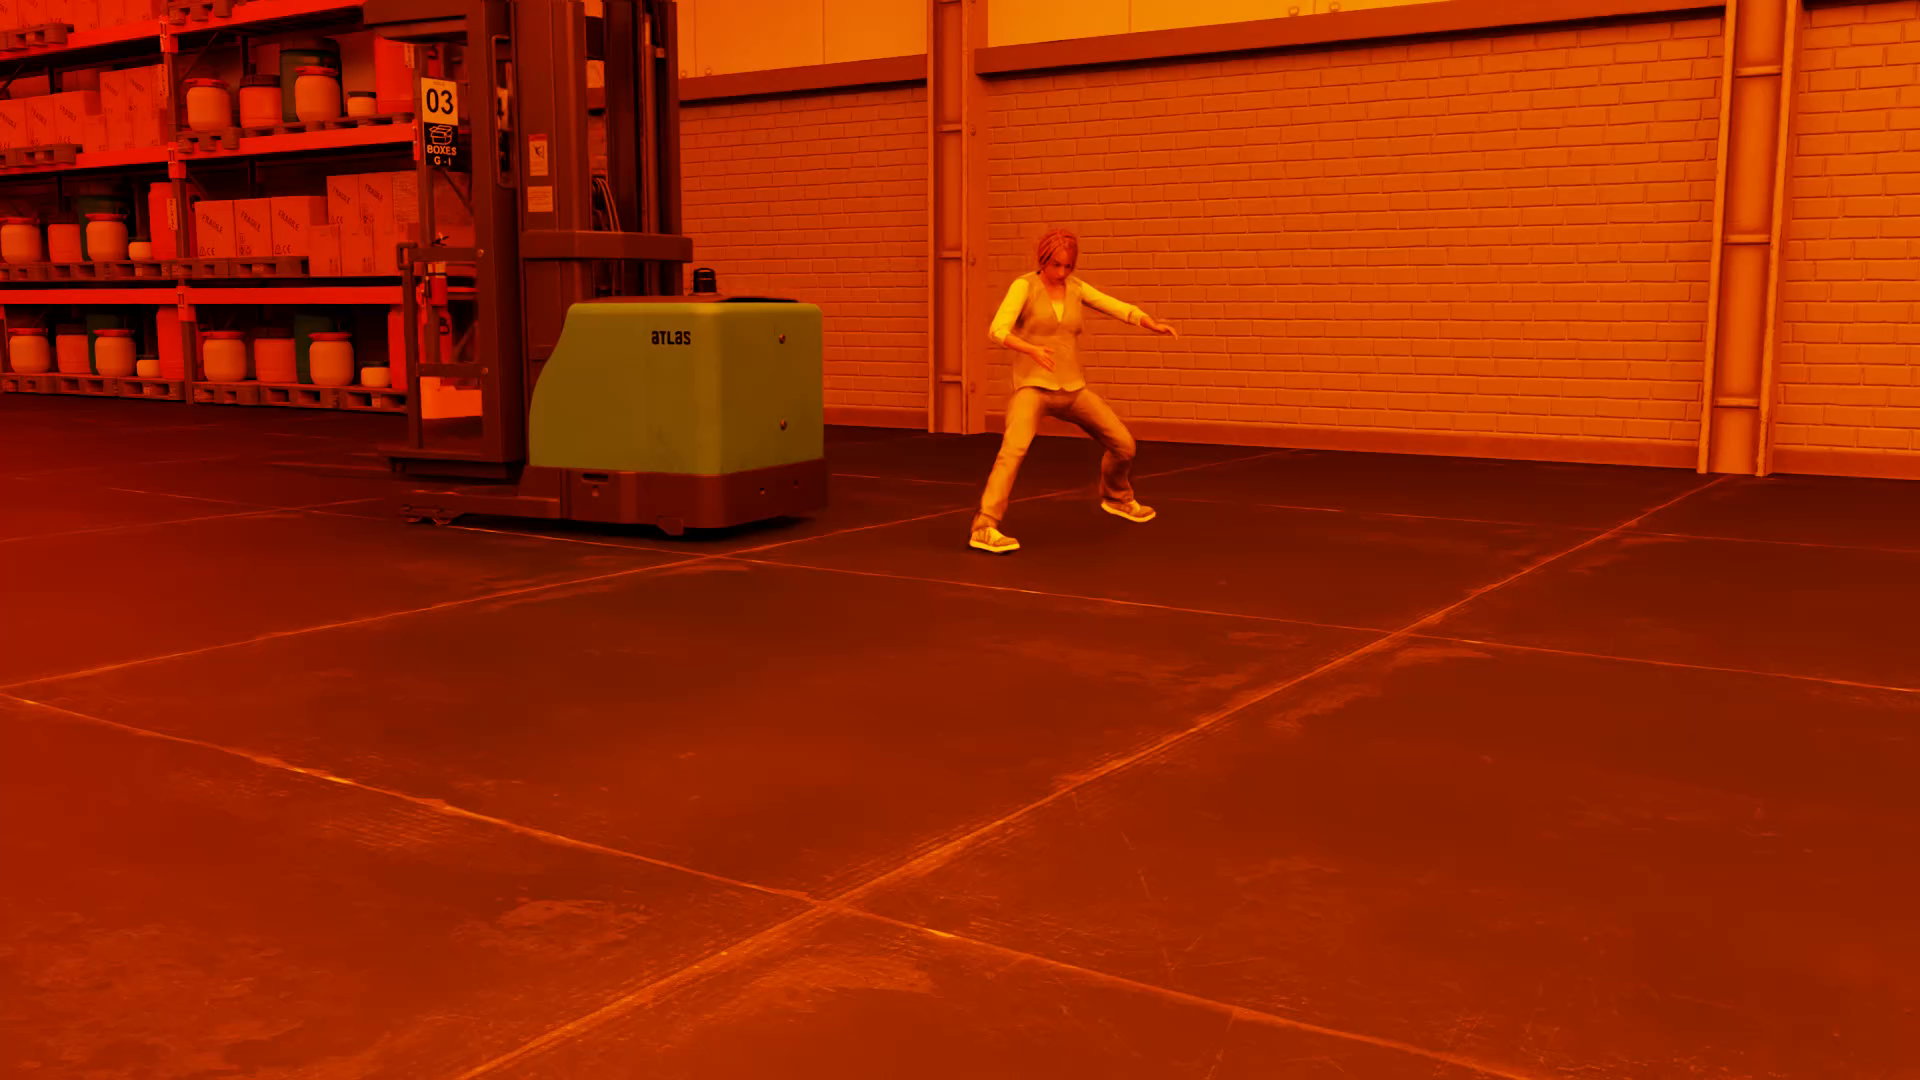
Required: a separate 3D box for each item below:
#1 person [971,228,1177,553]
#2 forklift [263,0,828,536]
[{"bbox_3d":[0.517,-0.705,7.560,1.155,1.408,0.748,-3,9,-23],"label":"person"},{"bbox_3d":[-2.216,-1.586,8.343,3.031,2.935,1.130,4,9,26],"label":"forklift"}]
